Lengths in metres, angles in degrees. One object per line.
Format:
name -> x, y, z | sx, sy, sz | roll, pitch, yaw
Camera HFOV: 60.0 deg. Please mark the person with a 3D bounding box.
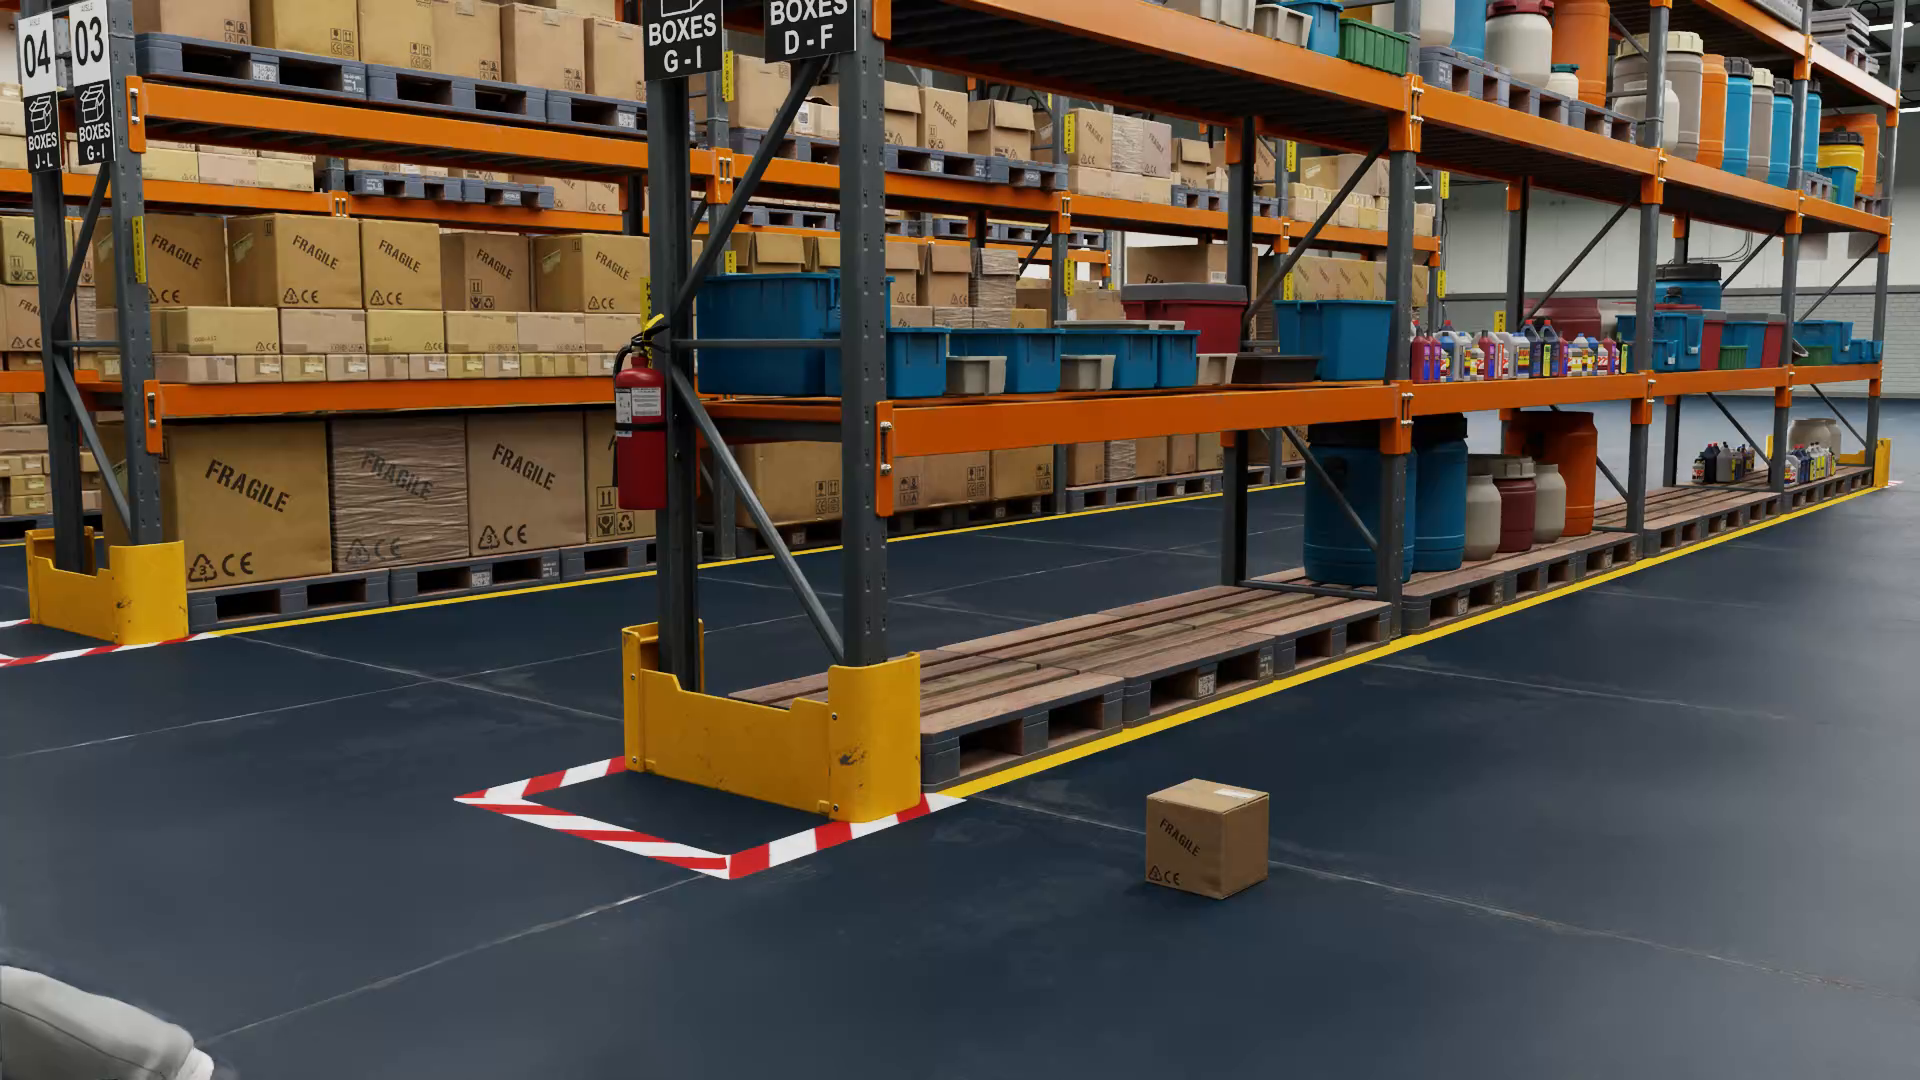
person -> -1.763, 0.365, 2.669 | 0.975, 1.628, 0.459 | -6, 9, -42
